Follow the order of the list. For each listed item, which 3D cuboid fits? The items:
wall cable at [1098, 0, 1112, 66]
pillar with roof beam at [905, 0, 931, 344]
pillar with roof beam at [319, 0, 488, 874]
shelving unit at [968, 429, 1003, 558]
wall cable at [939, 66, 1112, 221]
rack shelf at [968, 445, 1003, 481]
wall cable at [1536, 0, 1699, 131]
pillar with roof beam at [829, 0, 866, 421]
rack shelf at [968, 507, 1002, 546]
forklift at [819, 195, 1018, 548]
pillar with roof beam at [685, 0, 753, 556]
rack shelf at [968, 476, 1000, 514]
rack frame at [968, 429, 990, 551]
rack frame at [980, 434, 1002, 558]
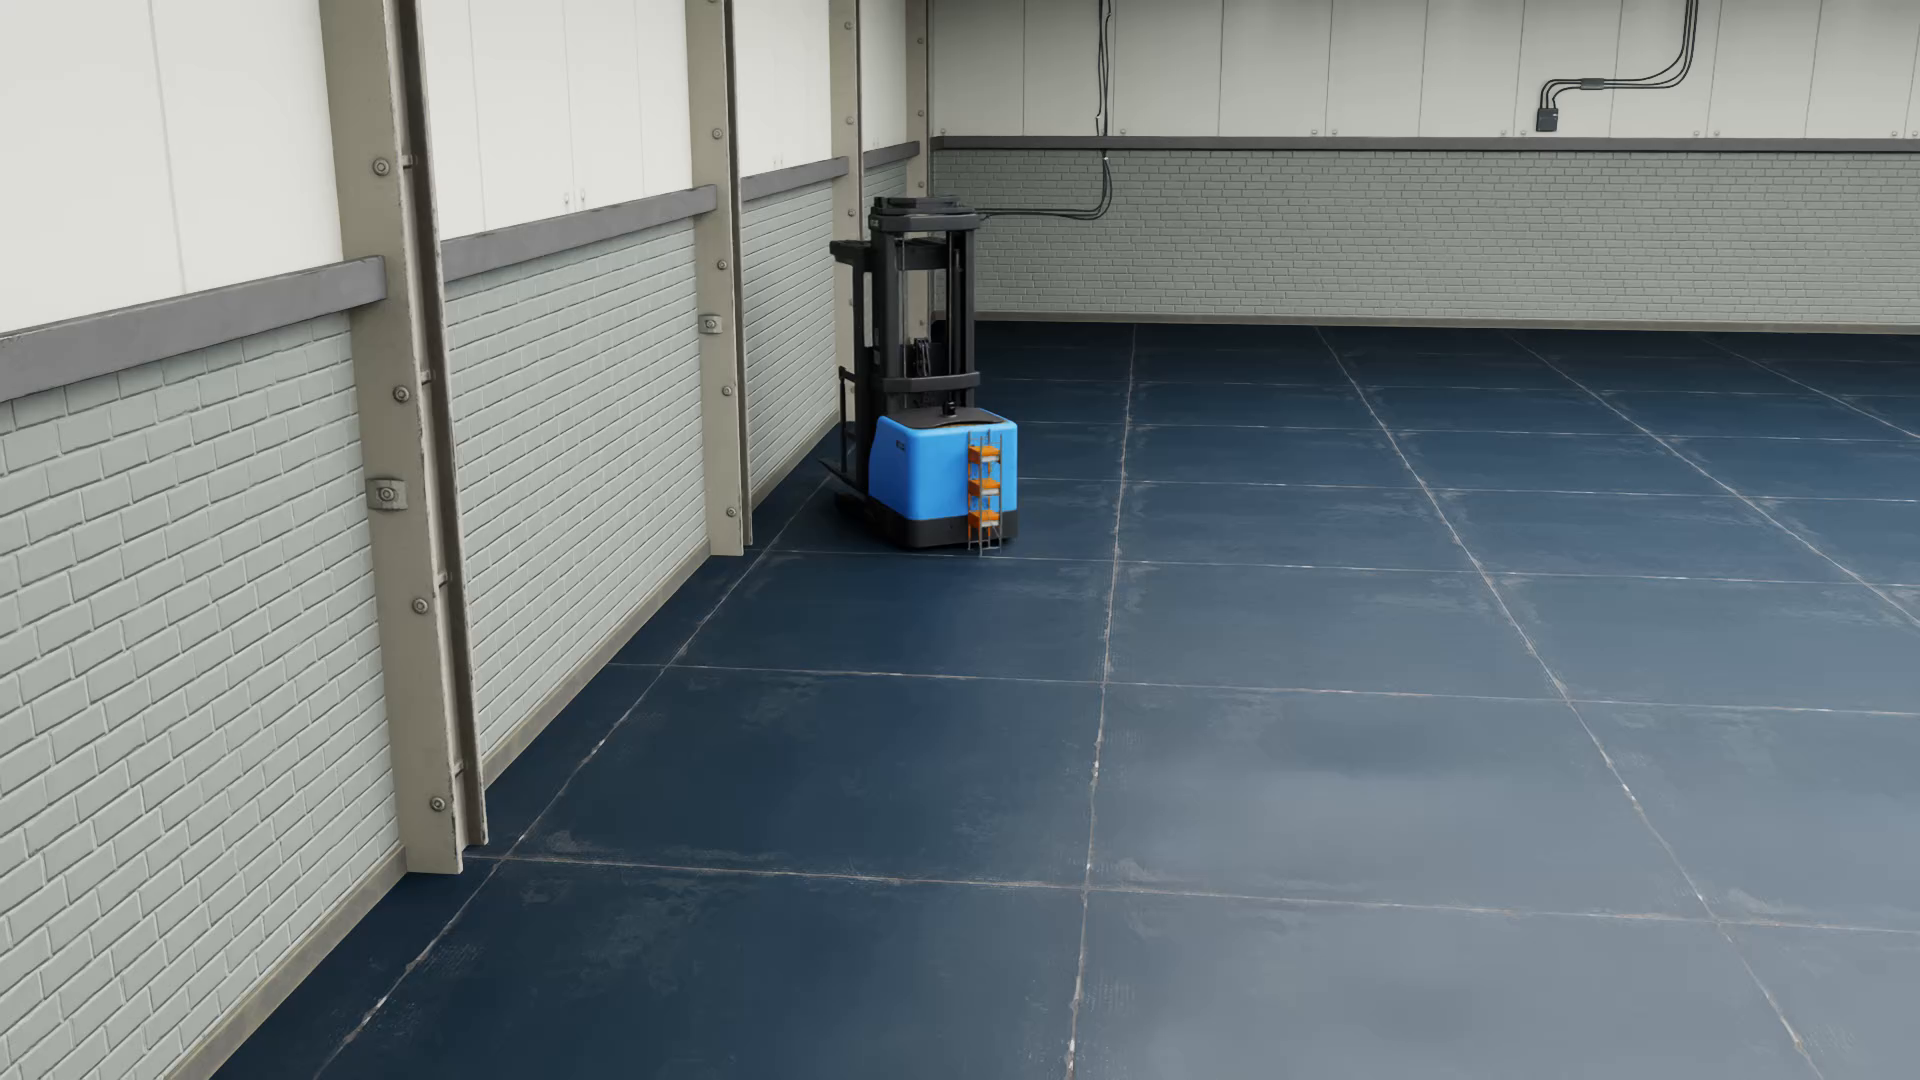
[{"bbox_3d":[3.700,-8.962,26.840,3.097,2.526,0.112,2,15,6],"label":"wall cable"},{"bbox_3d":[3.643,-7.251,24.238,9.100,9.000,0.400,2,15,6],"label":"pillar with roof beam"},{"bbox_3d":[1.612,-2.583,6.973,9.100,9.000,0.400,2,15,6],"label":"pillar with roof beam"},{"bbox_3d":[0.212,-0.396,14.115,0.215,1.050,0.252,-6,16,-22],"label":"shelving unit"},{"bbox_3d":[1.012,-6.604,27.794,3.097,2.526,0.112,2,15,6],"label":"wall cable"},{"bbox_3d":[0.212,-0.660,14.044,0.215,0.259,0.240,-6,16,-22],"label":"rack shelf"},{"bbox_3d":[10.443,-9.461,25.896,2.305,6.003,0.169,2,15,6],"label":"wall cable"},{"bbox_3d":[2.966,-5.695,18.483,9.100,9.000,0.400,2,15,6],"label":"pillar with roof beam"},{"bbox_3d":[0.212,-0.117,14.191,0.215,0.259,0.240,-6,16,-22],"label":"rack shelf"},{"bbox_3d":[-0.529,-1.688,15.291,1.130,2.935,3.031,-6,16,-22],"label":"forklift"},{"bbox_3d":[2.289,-4.139,12.728,9.100,9.000,0.400,2,15,6],"label":"pillar with roof beam"},{"bbox_3d":[0.212,-0.386,14.118,0.215,0.259,0.240,-6,16,-22],"label":"rack shelf"},{"bbox_3d":[0.165,-0.425,14.224,0.200,1.050,0.008,-6,16,-22],"label":"rack frame"},{"bbox_3d":[0.260,-0.367,14.007,0.200,1.050,0.008,-6,16,-22],"label":"rack frame"}]
